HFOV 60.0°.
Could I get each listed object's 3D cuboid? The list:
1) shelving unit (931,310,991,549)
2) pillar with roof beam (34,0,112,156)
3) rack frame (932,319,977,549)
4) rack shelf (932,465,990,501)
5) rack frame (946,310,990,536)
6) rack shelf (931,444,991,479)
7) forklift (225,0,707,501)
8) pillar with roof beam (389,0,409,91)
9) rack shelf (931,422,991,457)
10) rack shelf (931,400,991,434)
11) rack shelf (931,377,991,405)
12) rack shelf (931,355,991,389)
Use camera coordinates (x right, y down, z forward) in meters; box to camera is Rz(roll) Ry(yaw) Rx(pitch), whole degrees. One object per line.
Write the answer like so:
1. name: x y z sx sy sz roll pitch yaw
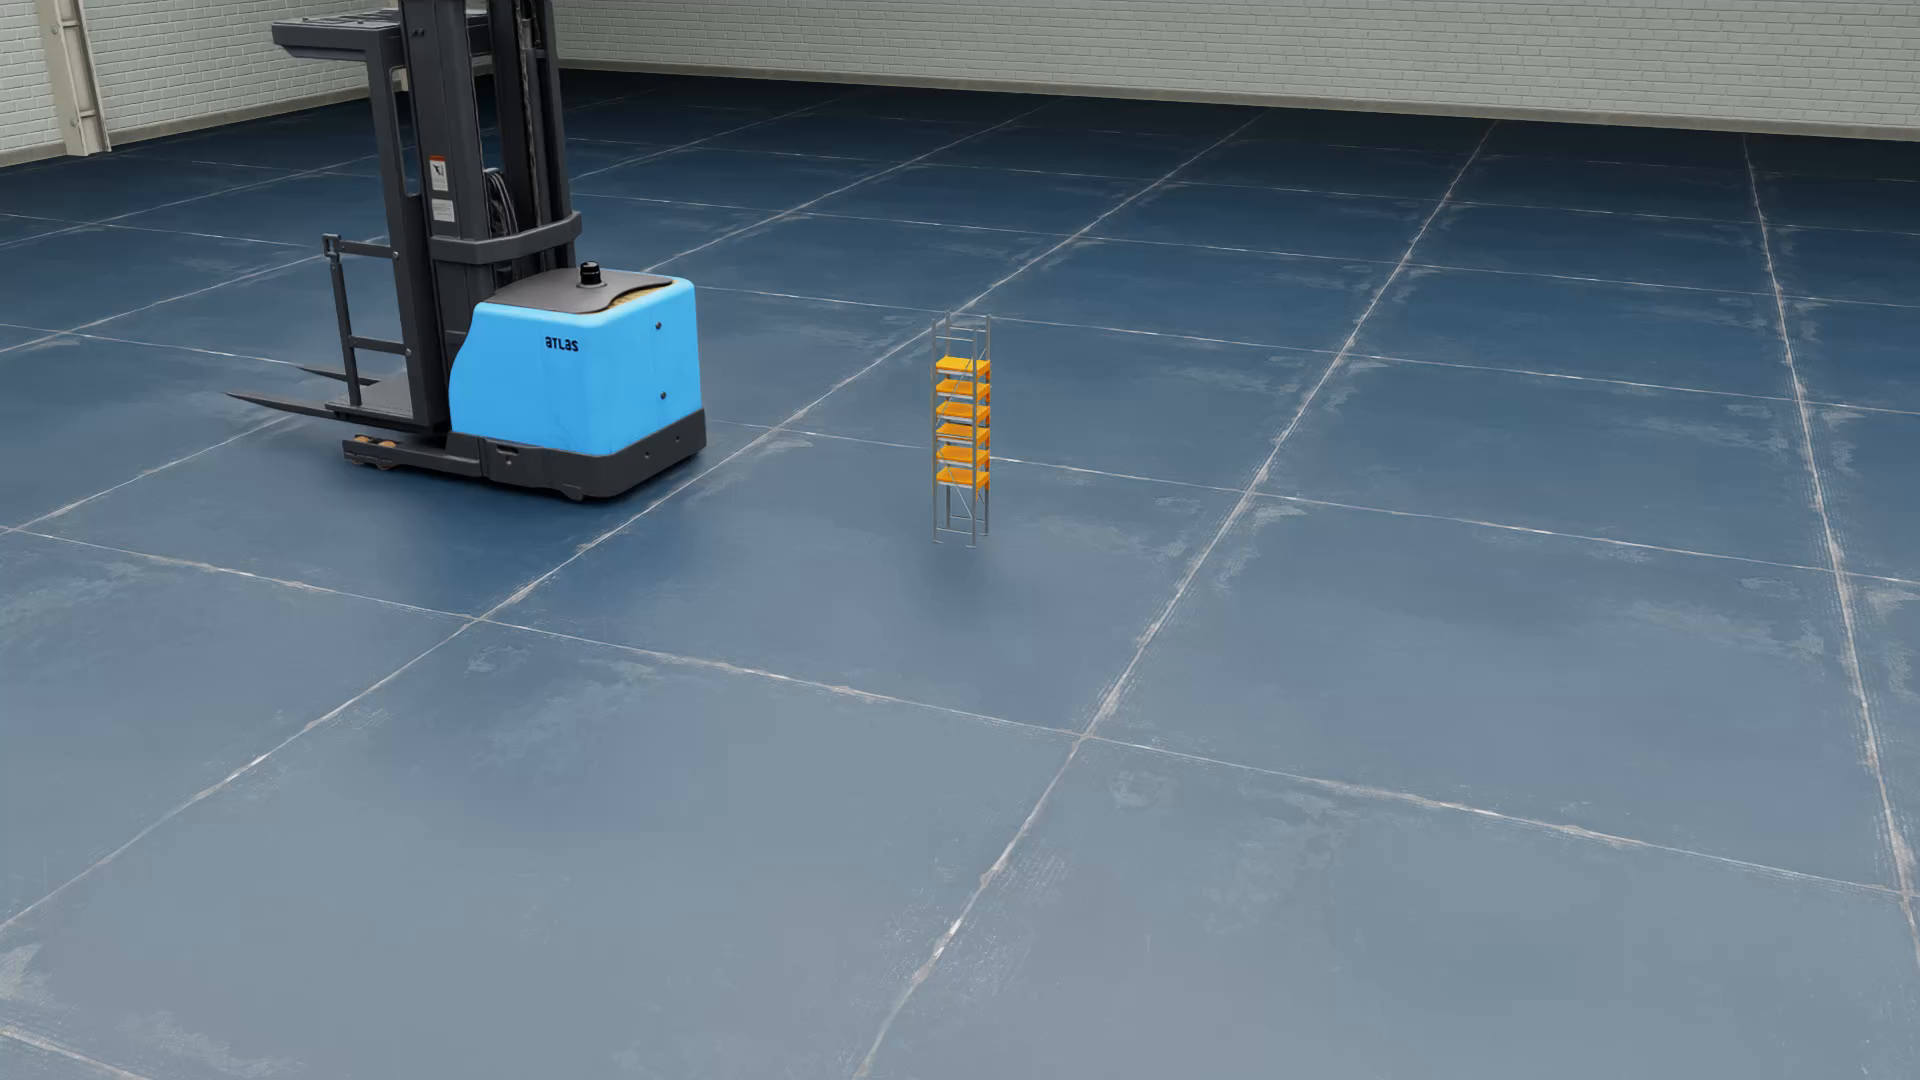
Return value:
1. shelving unit: 0.005 -0.559 8.531 0.258 1.200 0.189 9 24 20
2. pillar with roof beam: -6.369 -8.146 16.576 9.100 9.000 0.400 9 24 20
3. rack frame: -0.029 -0.526 8.453 0.240 1.200 0.006 9 24 20
4. rack shelf: 0.005 -0.296 8.641 0.258 0.103 0.180 9 24 20
5. rack frame: 0.039 -0.592 8.610 0.240 1.200 0.006 9 24 20
6. rack shelf: 0.005 -0.407 8.595 0.258 0.103 0.180 9 24 20
7. forklift: -3.070 -1.935 9.580 3.031 2.935 1.130 10 25 23
8. pillar with roof beam: -4.141 -10.293 21.716 9.100 9.000 0.400 9 24 20
9. rack shelf: 0.005 -0.518 8.548 0.258 0.103 0.180 9 24 20
10. rack shelf: 0.005 -0.629 8.502 0.258 0.103 0.180 9 24 20
11. rack shelf: 0.005 -0.739 8.456 0.258 0.103 0.180 9 24 20
12. rack shelf: 0.005 -0.850 8.410 0.258 0.103 0.180 9 24 20
